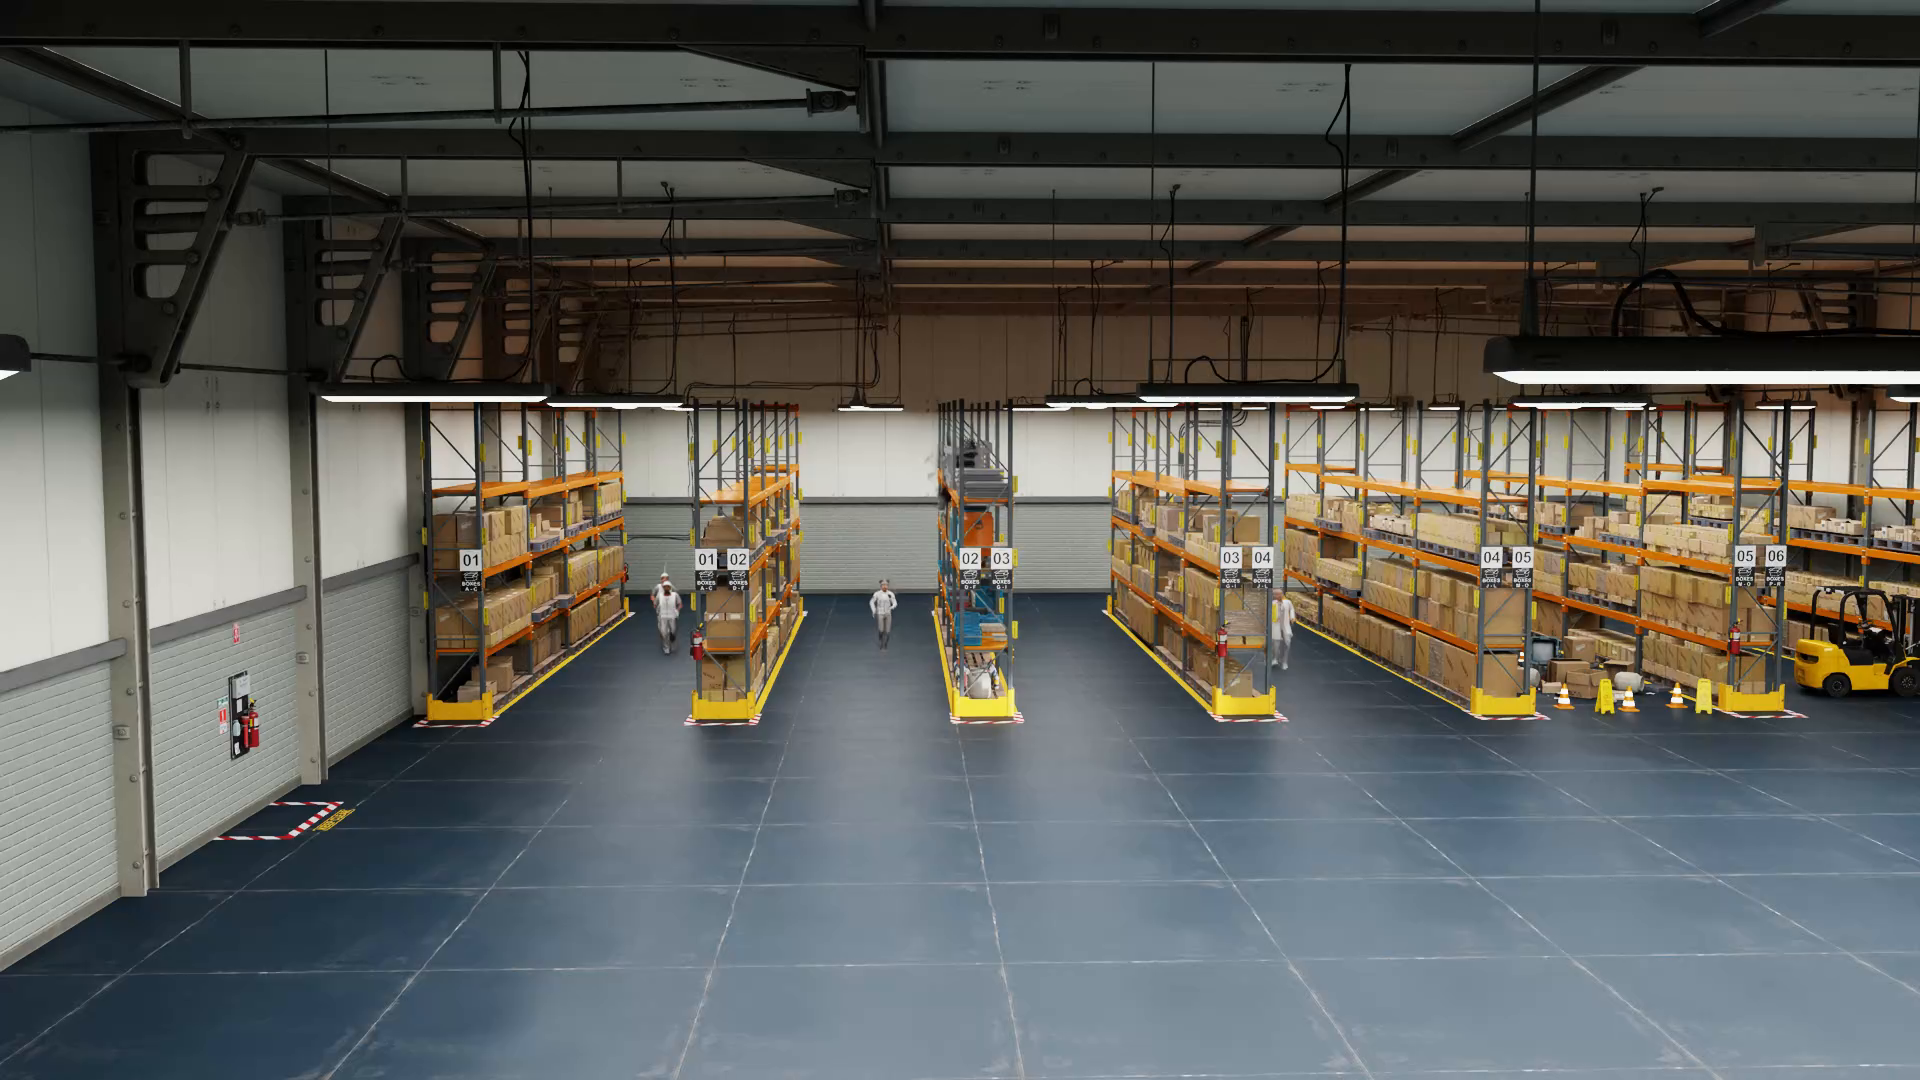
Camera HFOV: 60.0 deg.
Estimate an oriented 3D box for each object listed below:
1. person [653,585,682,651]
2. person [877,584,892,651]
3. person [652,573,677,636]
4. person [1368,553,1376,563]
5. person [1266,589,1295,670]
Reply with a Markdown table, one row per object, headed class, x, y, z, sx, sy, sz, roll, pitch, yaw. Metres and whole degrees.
| class | x | y | z | sx | sy | sz | roll | pitch | yaw |
| --- | --- | --- | --- | --- | --- | --- | --- | --- | --- |
| person | -6.954 | 1.841 | 39.520 | 0.675 | 1.641 | 0.557 | -1 | 4 | -7 |
| person | -1.723 | 1.744 | 37.989 | 0.352 | 1.626 | 0.465 | -1 | 4 | -9 |
| person | -7.381 | 1.696 | 41.648 | 0.627 | 1.737 | 0.571 | -1 | 5 | -18 |
| person | 11.592 | 1.255 | 46.900 | 0.676 | 1.770 | 0.963 | -1 | 4 | -13 |
| person | 7.210 | 2.012 | 37.493 | 0.703 | 1.822 | 0.821 | 0 | 4 | 0 |
